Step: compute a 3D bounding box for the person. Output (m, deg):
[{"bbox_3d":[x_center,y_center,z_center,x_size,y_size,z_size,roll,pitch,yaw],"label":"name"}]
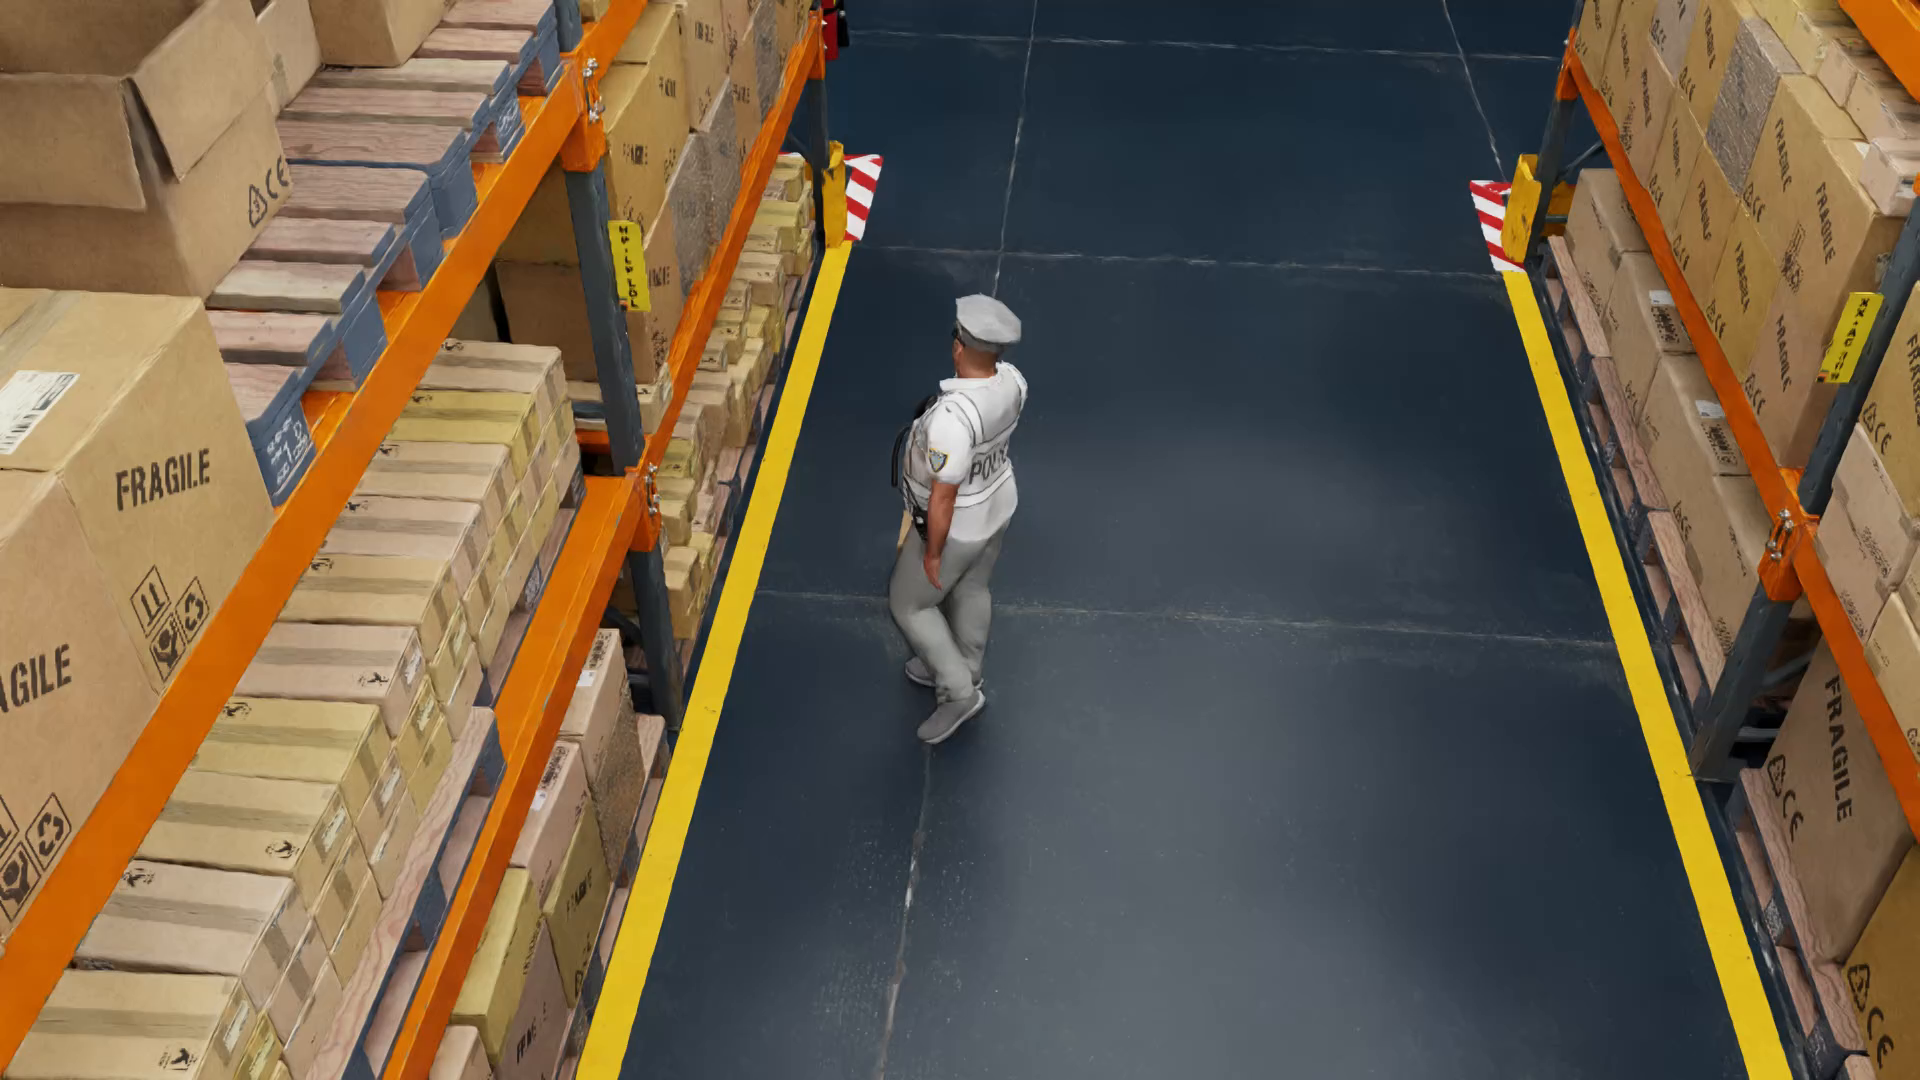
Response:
[{"bbox_3d":[-0.015,-0.057,6.243,0.447,1.790,0.646,21,44,23],"label":"person"}]
